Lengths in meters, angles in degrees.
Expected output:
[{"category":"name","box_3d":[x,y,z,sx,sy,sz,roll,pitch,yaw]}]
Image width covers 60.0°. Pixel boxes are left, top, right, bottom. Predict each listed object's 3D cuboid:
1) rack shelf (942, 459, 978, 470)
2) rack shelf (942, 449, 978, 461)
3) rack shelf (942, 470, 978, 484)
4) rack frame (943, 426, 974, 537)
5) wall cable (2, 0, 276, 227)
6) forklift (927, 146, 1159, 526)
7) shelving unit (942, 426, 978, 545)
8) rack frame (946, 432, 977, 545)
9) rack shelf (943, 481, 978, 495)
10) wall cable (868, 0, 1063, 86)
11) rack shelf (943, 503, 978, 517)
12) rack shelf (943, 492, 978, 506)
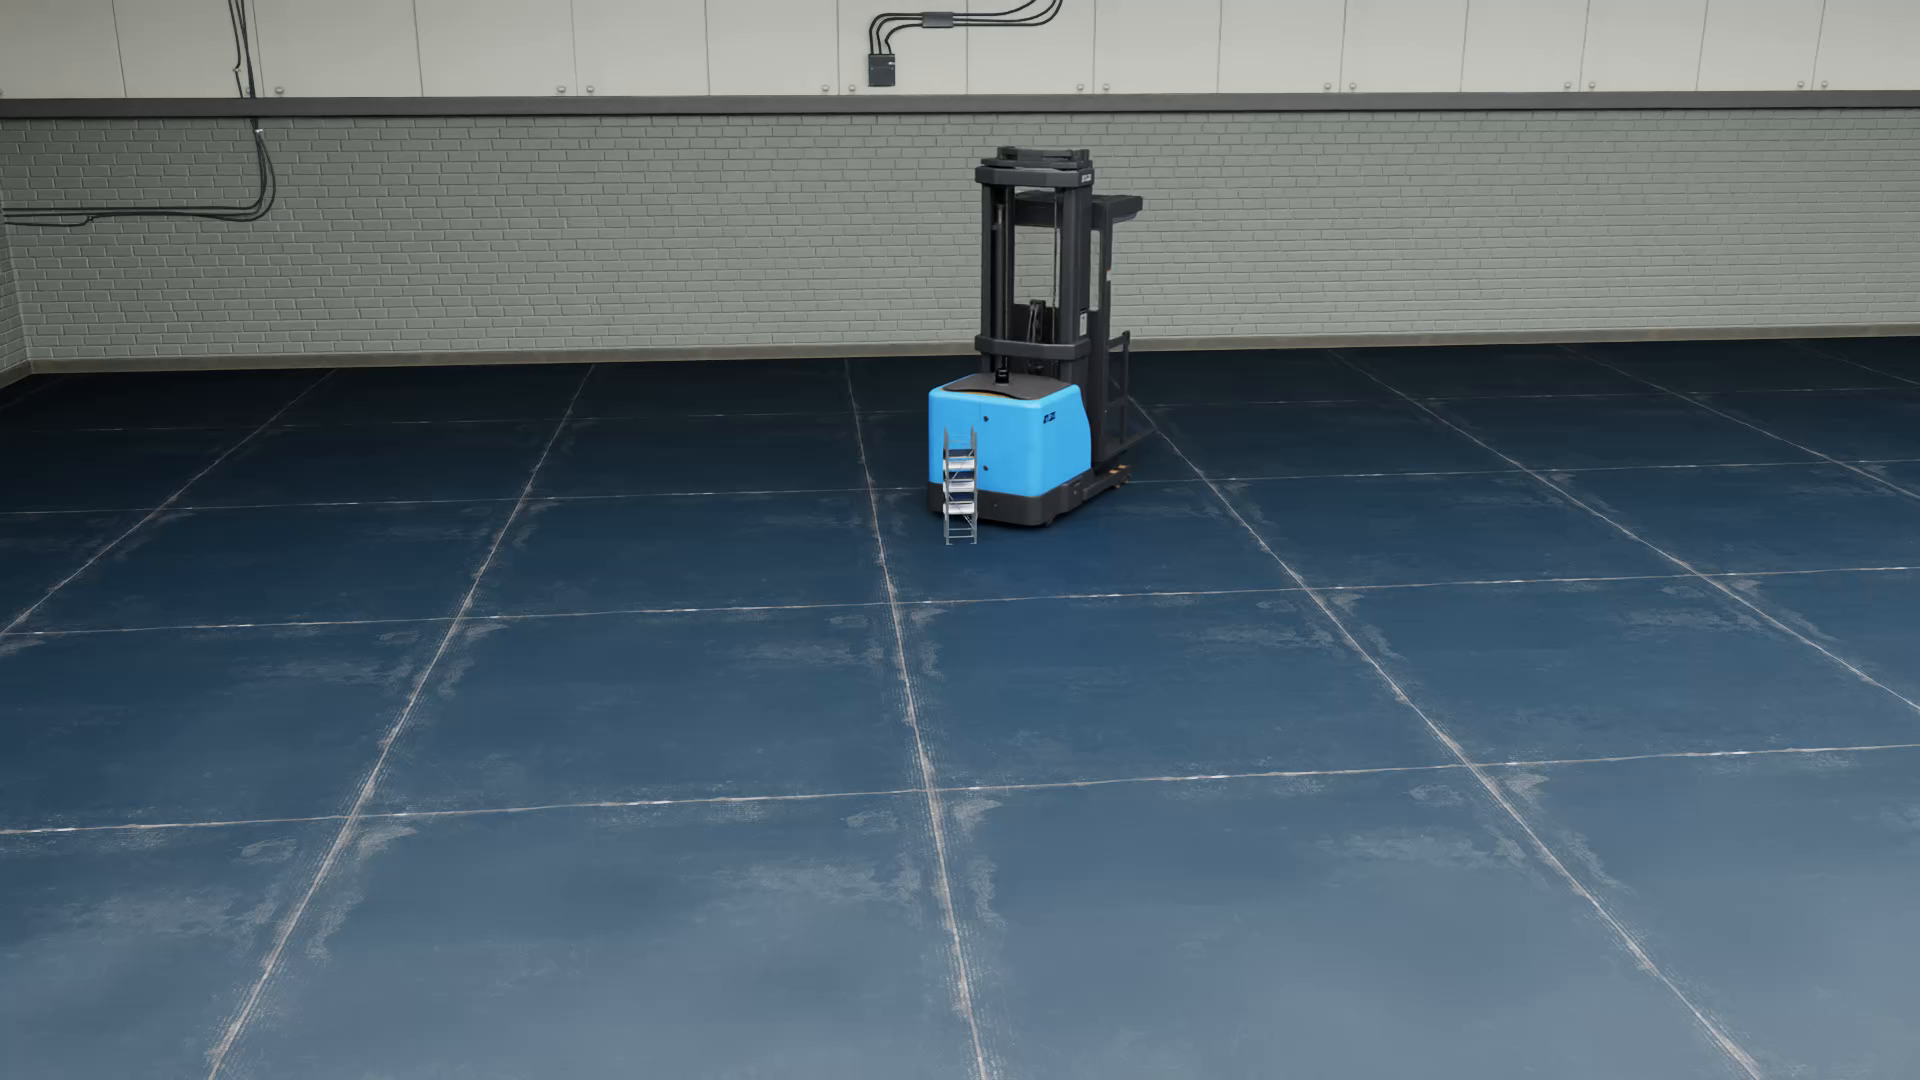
[{"category":"rack shelf","box_3d":[0.001,-0.567,12.991,0.258,0.077,0.200,-2,18,-6]},{"category":"rack shelf","box_3d":[0.001,-0.653,12.964,0.258,0.077,0.200,-2,18,-6]},{"category":"rack shelf","box_3d":[0.001,-0.481,13.018,0.258,0.077,0.200,-2,18,-6]},{"category":"rack frame","box_3d":[-0.010,-0.457,13.131,0.240,0.900,0.006,-2,18,-6]},{"category":"wall cable","box_3d":[-9.353,-4.783,18.574,3.097,2.526,0.112,-2,18,-6]},{"category":"forklift","box_3d":[0.877,-1.905,14.352,1.130,2.935,3.031,9,20,27]},{"category":"shelving unit","box_3d":[0.001,-0.427,13.035,0.258,0.900,0.210,-2,18,-6]},{"category":"rack frame","box_3d":[0.011,-0.397,12.938,0.240,0.900,0.006,-2,18,-6]},{"category":"rack shelf","box_3d":[0.001,-0.395,13.045,0.258,0.077,0.200,-2,18,-6]},{"category":"wall cable","box_3d":[0.091,-8.176,18.519,2.305,6.003,0.169,-2,18,-6]},{"category":"rack shelf","box_3d":[0.001,-0.223,13.098,0.258,0.077,0.200,-2,18,-6]},{"category":"rack shelf","box_3d":[0.001,-0.309,13.072,0.258,0.077,0.200,-2,18,-6]}]
